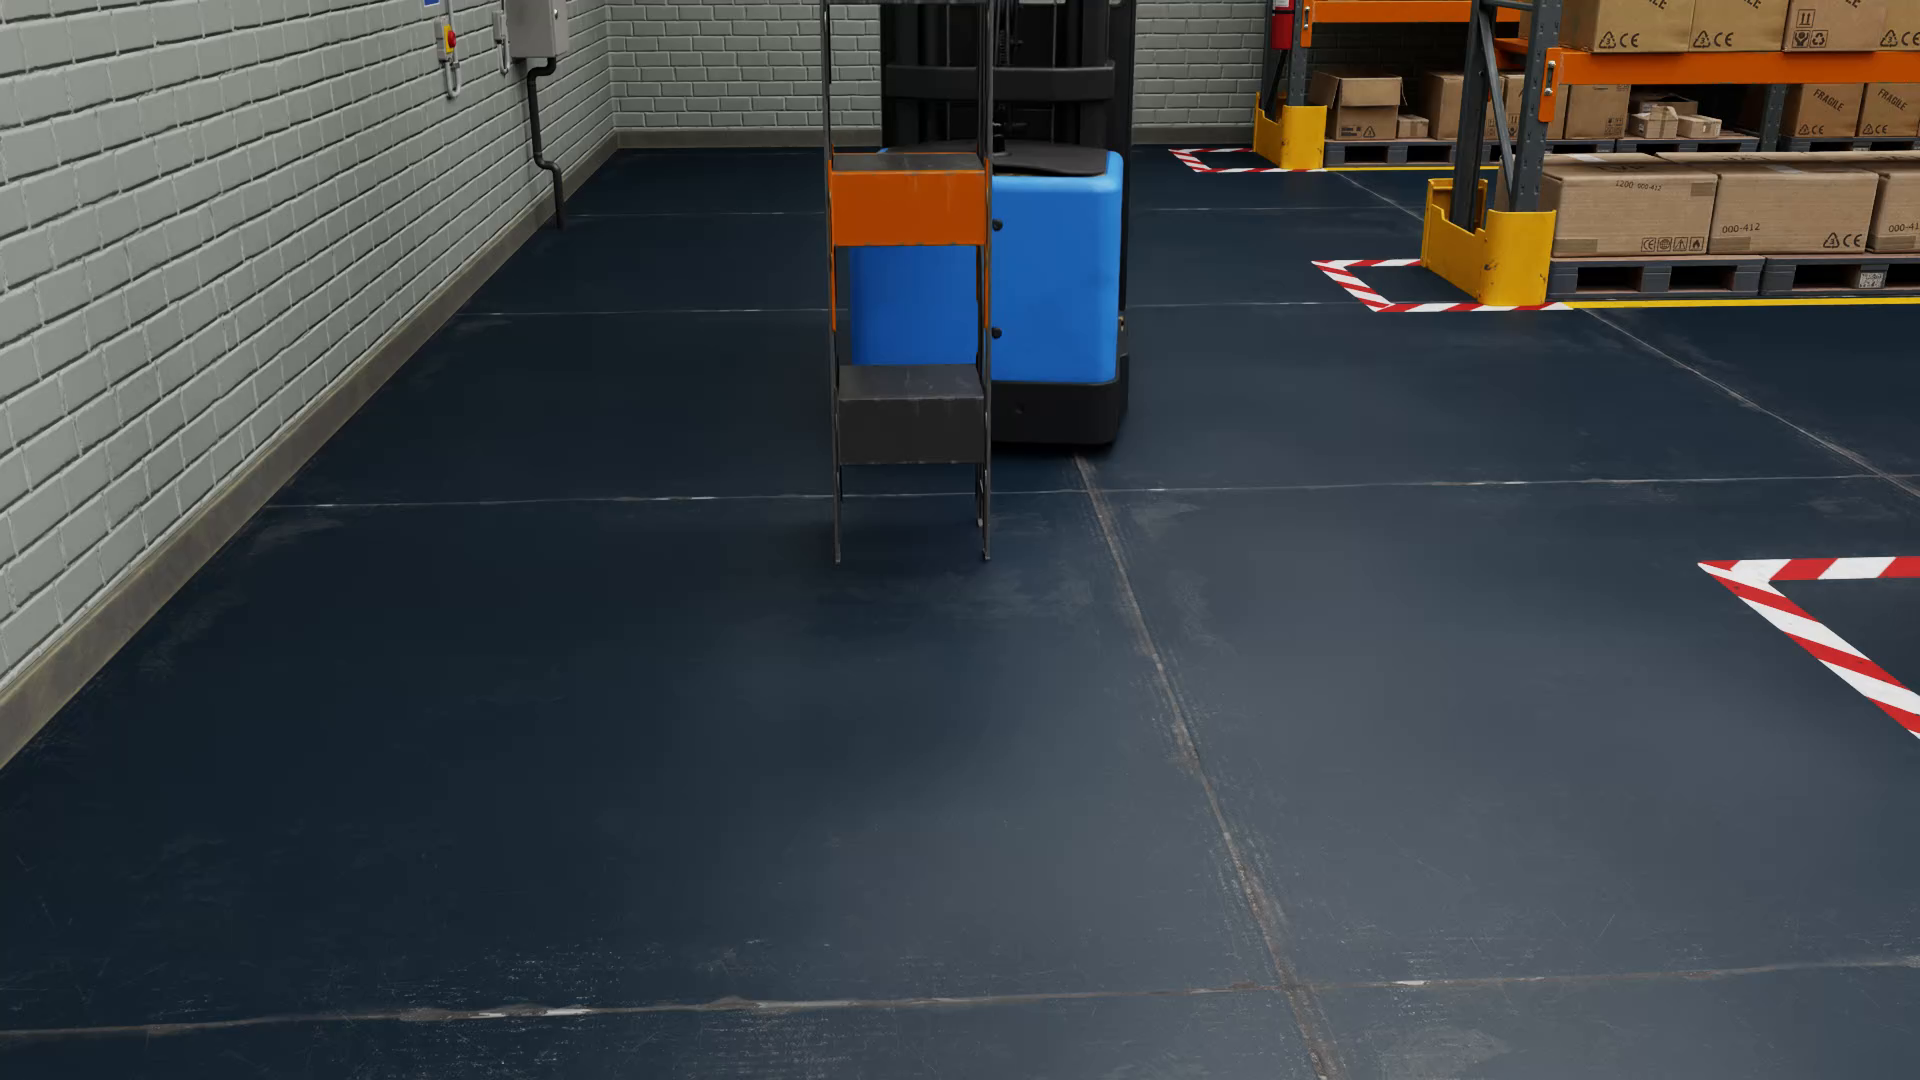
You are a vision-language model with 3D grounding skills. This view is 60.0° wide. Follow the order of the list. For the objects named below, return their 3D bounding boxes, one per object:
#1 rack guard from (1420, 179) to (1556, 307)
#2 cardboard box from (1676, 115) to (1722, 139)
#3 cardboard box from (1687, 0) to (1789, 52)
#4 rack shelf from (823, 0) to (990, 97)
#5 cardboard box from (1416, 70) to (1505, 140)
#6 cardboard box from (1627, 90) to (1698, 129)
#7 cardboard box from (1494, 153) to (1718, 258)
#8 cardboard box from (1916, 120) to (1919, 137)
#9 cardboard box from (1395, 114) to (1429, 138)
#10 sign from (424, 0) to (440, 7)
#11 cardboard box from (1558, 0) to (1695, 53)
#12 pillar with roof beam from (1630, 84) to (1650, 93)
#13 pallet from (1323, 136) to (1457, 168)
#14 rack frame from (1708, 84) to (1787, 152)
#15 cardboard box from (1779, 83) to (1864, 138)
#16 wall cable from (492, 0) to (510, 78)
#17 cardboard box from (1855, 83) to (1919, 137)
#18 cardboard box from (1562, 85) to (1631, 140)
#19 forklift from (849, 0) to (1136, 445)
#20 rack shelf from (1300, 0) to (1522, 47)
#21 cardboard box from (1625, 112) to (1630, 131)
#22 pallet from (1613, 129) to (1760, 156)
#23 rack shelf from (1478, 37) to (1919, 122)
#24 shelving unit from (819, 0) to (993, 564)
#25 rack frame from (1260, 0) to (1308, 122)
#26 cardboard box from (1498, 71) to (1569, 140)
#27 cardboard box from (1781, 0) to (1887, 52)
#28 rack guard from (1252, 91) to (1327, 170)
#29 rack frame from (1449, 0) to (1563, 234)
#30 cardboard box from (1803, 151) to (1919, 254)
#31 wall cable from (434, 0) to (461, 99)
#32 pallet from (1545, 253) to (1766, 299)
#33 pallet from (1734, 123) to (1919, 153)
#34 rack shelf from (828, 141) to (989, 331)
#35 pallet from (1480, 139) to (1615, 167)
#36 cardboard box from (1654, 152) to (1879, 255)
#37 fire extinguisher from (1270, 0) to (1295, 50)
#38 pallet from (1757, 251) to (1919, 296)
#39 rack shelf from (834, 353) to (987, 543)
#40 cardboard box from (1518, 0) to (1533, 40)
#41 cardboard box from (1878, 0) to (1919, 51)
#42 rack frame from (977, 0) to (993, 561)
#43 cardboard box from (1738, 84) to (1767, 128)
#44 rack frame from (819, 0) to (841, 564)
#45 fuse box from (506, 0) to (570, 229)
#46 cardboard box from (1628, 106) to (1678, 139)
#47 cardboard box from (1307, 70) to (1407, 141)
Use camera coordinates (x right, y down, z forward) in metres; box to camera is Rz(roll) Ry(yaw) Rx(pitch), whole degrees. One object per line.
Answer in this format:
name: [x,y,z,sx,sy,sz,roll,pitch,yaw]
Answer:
rack guard: [2.951,-1.693,9.366,0.348,0.500,1.175,-1,21,-3]
cardboard box: [6.142,-3.455,13.896,0.250,0.149,0.380,-2,21,-5]
cardboard box: [3.974,-2.837,8.715,0.500,0.500,0.500,-1,21,-4]
rack shelf: [-0.165,-1.619,4.994,0.480,0.518,0.431,-1,21,-3]
cardboard box: [4.160,-3.636,13.877,0.500,0.500,0.700,0,21,-1]
cardboard box: [6.009,-3.717,14.356,0.500,0.311,0.500,0,21,-1]
cardboard box: [3.628,-1.910,9.432,0.875,0.438,0.875,-2,21,-5]
cardboard box: [8.207,-3.687,14.013,0.500,0.500,0.500,-2,21,-5]
cardboard box: [3.731,-3.463,13.917,0.250,0.149,0.380,-2,21,-5]
sign: [-2.711,-2.847,8.504,0.001,0.218,0.327,-1,21,-3]
cardboard box: [3.471,-2.817,8.662,0.500,0.500,0.500,-1,21,-3]
pillar with roof beam: [6.181,-6.287,9.487,0.400,9.000,9.100,-1,21,-3]
pallet: [3.560,-3.340,14.097,1.213,0.211,1.003,-1,21,-3]
rack frame: [6.682,-4.706,13.767,0.127,3.000,1.000,-1,21,-3]
cardboard box: [7.177,-3.664,13.953,0.500,0.500,0.500,0,21,-1]
wall cable: [-2.746,-3.718,9.742,0.122,1.984,0.588,-1,21,-3]
cardboard box: [7.708,-3.679,13.991,0.500,0.500,0.500,-1,21,-4]
cardboard box: [5.196,-3.657,13.933,0.500,0.500,0.700,-2,21,-5]
forklift: [0.228,-2.219,7.330,1.130,2.935,3.031,2,21,5]
rack shelf: [4.685,-4.330,13.788,4.000,0.370,1.077,-1,21,-3]
cardboard box: [5.576,-3.632,14.362,0.250,0.149,0.380,-1,21,-4]
pallet: [5.996,-3.390,14.227,1.213,0.211,1.003,-1,21,-3]
rack shelf: [4.972,-2.566,9.157,4.000,0.370,1.077,-1,21,-3]
shelving unit: [-0.165,-0.978,5.239,0.503,2.100,0.431,-1,21,-3]
rack frame: [2.688,-4.625,13.554,0.127,3.000,1.000,-1,21,-3]
cardboard box: [4.693,-3.611,13.812,0.500,0.500,0.500,-1,21,-2]
cardboard box: [4.483,-2.841,8.726,0.500,0.500,0.500,-1,21,-3]
rack guard: [2.764,-3.459,14.002,0.348,0.500,1.175,-1,21,-3]
rack frame: [2.975,-2.862,8.923,0.127,3.000,1.000,-1,21,-3]
cardboard box: [5.442,-1.949,9.535,0.875,0.438,0.875,-2,21,-5]
wall cable: [-2.653,-3.229,8.414,0.123,1.953,0.585,-1,21,-3]
pallet: [3.769,-1.603,9.534,1.213,0.211,1.003,-1,21,-3]
pallet: [7.492,-3.433,14.342,1.213,0.211,1.003,-1,21,-3]
rack shelf: [-0.165,-0.965,5.243,0.480,0.518,0.431,-1,21,-3]
pallet: [4.775,-3.364,14.160,1.213,0.211,1.003,-1,21,-3]
cardboard box: [4.542,-1.931,9.489,0.875,0.438,0.875,-1,21,-2]
fire extinguisher: [2.568,-4.248,13.195,0.183,0.674,0.296,-1,21,-3]
pallet: [4.984,-1.627,9.597,1.213,0.211,1.003,-1,21,-3]
rack shelf: [-0.165,-0.311,5.492,0.480,0.518,0.431,-1,21,-3]
cardboard box: [3.442,-3.013,9.177,0.500,0.500,0.500,-1,21,-3]
cardboard box: [4.982,-2.857,8.768,0.500,0.500,0.500,0,21,-1]
rack frame: [0.078,-0.983,5.252,0.015,2.100,0.400,-1,21,-3]
cardboard box: [7.155,-3.850,14.439,0.500,0.500,0.500,-1,21,-3]
rack frame: [-0.409,-0.973,5.226,0.015,2.100,0.400,-1,21,-3]
fuse box: [-2.627,-2.886,10.797,0.414,1.711,0.539,-1,21,-3]
cardboard box: [5.786,-3.502,13.856,0.258,0.266,0.396,0,21,-1]
cardboard box: [3.304,-3.634,13.867,0.637,0.503,0.797,-2,21,-5]
